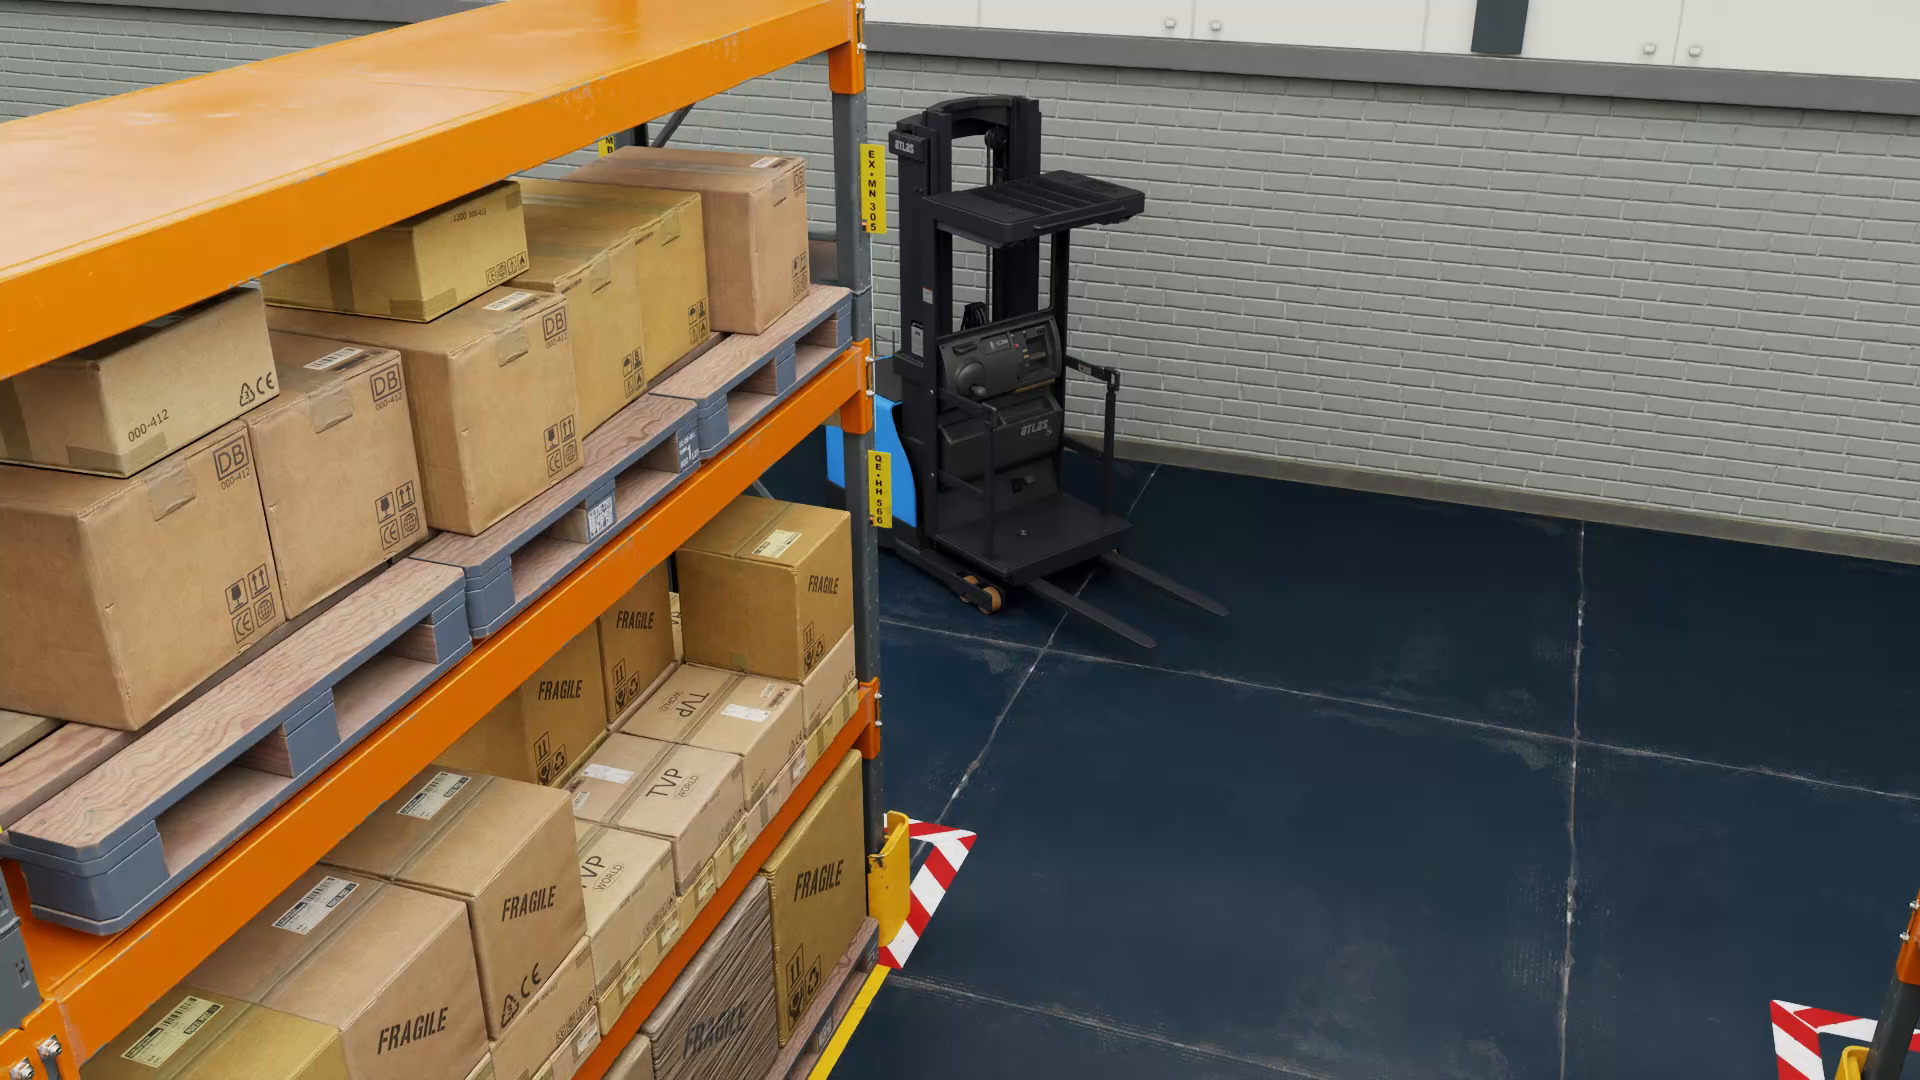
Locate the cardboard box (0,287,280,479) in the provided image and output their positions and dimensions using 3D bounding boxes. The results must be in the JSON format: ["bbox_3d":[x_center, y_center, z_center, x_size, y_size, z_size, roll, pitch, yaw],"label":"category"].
[{"bbox_3d":[-1.840,-0.366,3.549,0.500,0.250,0.500,7,27,14],"label":"cardboard box"}]

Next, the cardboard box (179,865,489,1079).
[{"bbox_3d":[-1.588,1.222,4.255,0.500,0.500,0.500,9,27,17],"label":"cardboard box"}]

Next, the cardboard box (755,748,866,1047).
[{"bbox_3d":[-0.966,1.385,6.904,0.875,0.875,0.875,9,27,17],"label":"cardboard box"}]

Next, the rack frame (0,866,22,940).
[{"bbox_3d":[-2.160,-0.714,2.398,1.000,3.000,0.127,9,27,17],"label":"rack frame"}]

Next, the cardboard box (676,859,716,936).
[{"bbox_3d":[-1.061,1.176,5.666,0.380,0.149,0.250,9,27,18],"label":"cardboard box"}]

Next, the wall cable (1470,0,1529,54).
[{"bbox_3d":[4.303,-5.629,8.859,2.277,5.999,0.120,9,27,17],"label":"wall cable"}]

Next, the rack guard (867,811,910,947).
[{"bbox_3d":[-0.820,1.458,7.665,1.175,0.500,0.348,9,27,17],"label":"rack guard"}]

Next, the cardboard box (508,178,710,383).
[{"bbox_3d":[-1.252,-0.851,5.412,0.700,0.500,0.500,8,27,16],"label":"cardboard box"}]

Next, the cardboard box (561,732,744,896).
[{"bbox_3d":[-1.078,0.932,5.715,0.500,0.250,0.500,8,27,16],"label":"cardboard box"}]

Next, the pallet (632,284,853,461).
[{"bbox_3d":[-1.065,-0.661,5.833,1.003,0.211,1.213,9,27,17],"label":"pallet"}]

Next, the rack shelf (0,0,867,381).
[{"bbox_3d":[-1.494,-1.032,4.339,1.077,0.370,4.000,9,27,17],"label":"rack shelf"}]

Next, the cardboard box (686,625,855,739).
[{"bbox_3d":[-0.739,0.514,6.577,0.500,0.250,0.500,8,27,17],"label":"cardboard box"}]

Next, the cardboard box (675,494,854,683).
[{"bbox_3d":[-0.743,0.177,6.412,0.500,0.500,0.500,9,27,18],"label":"cardboard box"}]

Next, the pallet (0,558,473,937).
[{"bbox_3d":[-1.877,0.342,3.762,1.003,0.211,1.213,9,27,17],"label":"pallet"}]

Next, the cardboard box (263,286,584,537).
[{"bbox_3d":[-1.465,-0.387,4.455,0.700,0.500,0.500,10,28,20],"label":"cardboard box"}]

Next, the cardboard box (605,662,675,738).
[{"bbox_3d":[-1.410,0.649,6.298,0.500,0.250,0.500,8,27,17],"label":"cardboard box"}]

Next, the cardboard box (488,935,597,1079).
[{"bbox_3d":[-1.419,1.348,4.855,0.500,0.250,0.500,9,27,19],"label":"cardboard box"}]

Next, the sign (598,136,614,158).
[{"bbox_3d":[-1.350,-1.519,6.410,0.100,0.325,0.005,9,27,17],"label":"sign"}]

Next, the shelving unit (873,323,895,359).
[{"bbox_3d":[-0.600,-0.912,11.756,0.189,1.200,0.258,-19,32,-34],"label":"shelving unit"}]

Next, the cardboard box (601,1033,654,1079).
[{"bbox_3d":[-1.565,2.124,5.377,0.875,0.875,0.875,9,27,17],"label":"cardboard box"}]

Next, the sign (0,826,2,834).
[{"bbox_3d":[-1.645,0.337,2.716,0.100,0.325,0.005,9,27,17],"label":"sign"}]

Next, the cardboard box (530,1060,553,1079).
[{"bbox_3d":[-1.402,1.596,4.799,0.380,0.149,0.250,8,27,17],"label":"cardboard box"}]

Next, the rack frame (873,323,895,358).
[{"bbox_3d":[-0.529,-0.937,11.808,0.006,1.200,0.240,-19,32,-34],"label":"rack frame"}]

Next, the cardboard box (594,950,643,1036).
[{"bbox_3d":[-1.230,1.385,5.235,0.380,0.149,0.250,8,27,16],"label":"cardboard box"}]

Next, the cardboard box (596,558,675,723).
[{"bbox_3d":[-1.409,0.302,6.154,0.500,0.500,0.500,8,27,16],"label":"cardboard box"}]

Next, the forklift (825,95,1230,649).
[{"bbox_3d":[0.391,-1.108,10.175,1.130,2.935,3.031,-19,32,-34],"label":"forklift"}]

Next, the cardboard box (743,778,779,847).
[{"bbox_3d":[-0.890,0.963,6.107,0.380,0.149,0.250,9,27,18],"label":"cardboard box"}]

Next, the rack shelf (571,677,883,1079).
[{"bbox_3d":[-1.494,1.488,5.559,1.077,0.370,4.000,9,27,17],"label":"rack shelf"}]

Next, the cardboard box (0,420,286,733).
[{"bbox_3d":[-1.956,0.027,3.598,0.700,0.500,0.500,7,27,14],"label":"cardboard box"}]

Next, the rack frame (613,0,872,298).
[{"bbox_3d":[-0.828,-2.357,5.793,1.000,3.000,0.127,9,27,17],"label":"rack frame"}]

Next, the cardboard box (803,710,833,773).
[{"bbox_3d":[-0.721,0.757,6.533,0.380,0.149,0.250,9,27,18],"label":"cardboard box"}]
